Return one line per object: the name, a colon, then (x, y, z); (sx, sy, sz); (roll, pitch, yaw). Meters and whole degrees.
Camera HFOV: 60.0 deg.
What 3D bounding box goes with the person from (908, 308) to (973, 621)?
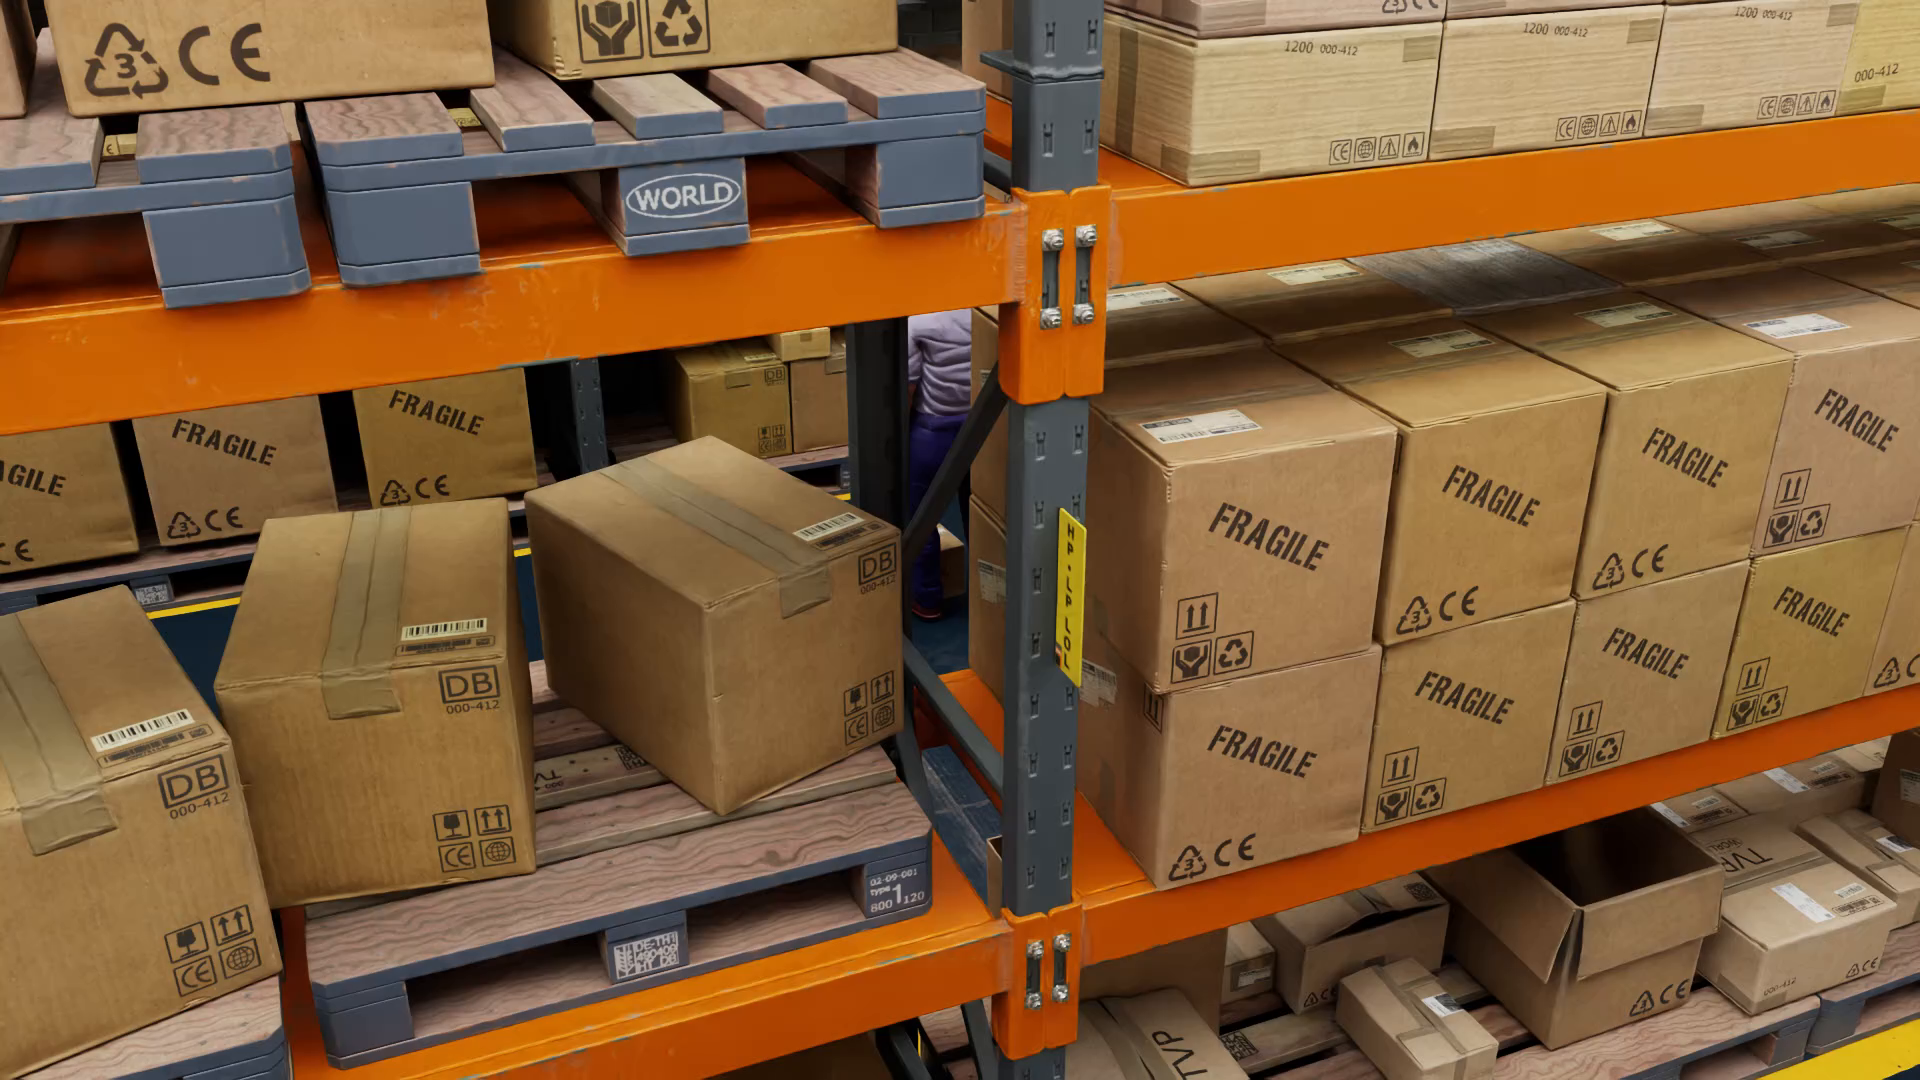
person: (-0.058, -0.433, 7.007); (0.560, 1.651, 0.426); (-12, 29, -24)
